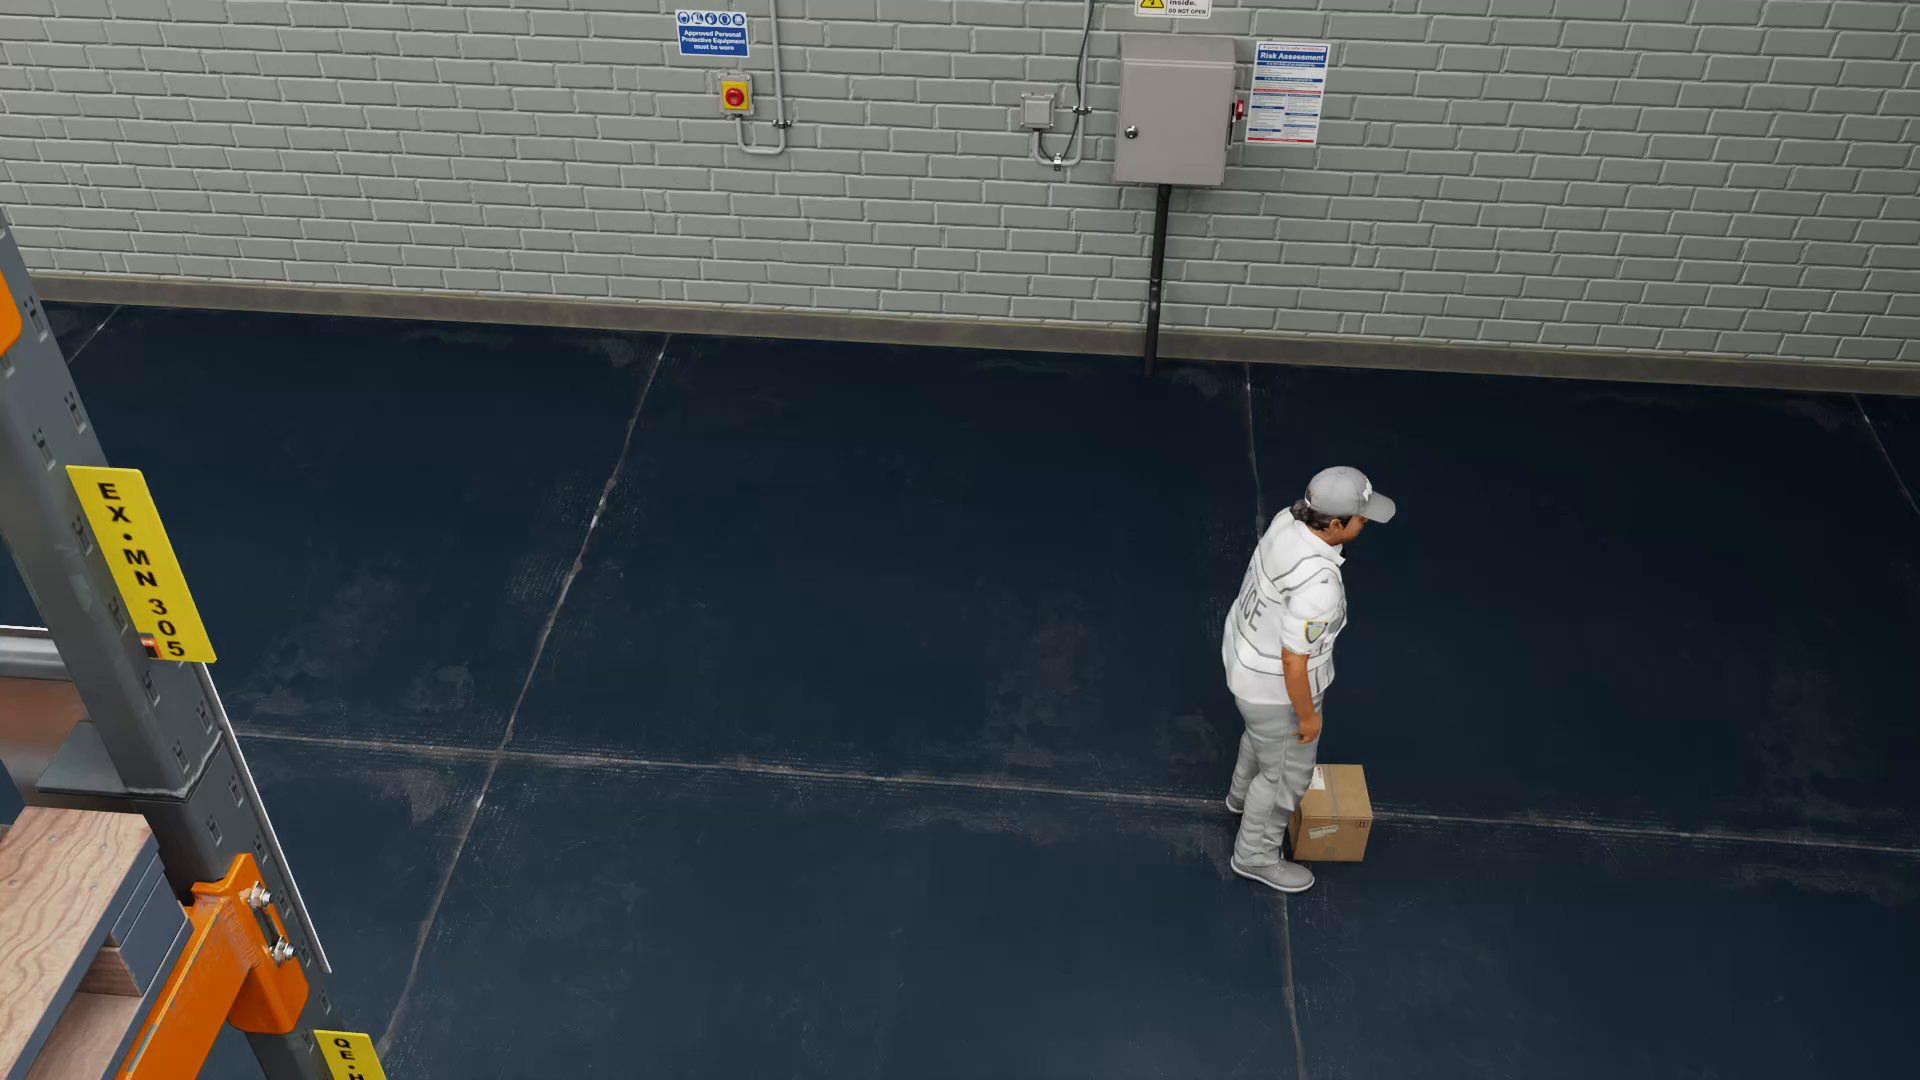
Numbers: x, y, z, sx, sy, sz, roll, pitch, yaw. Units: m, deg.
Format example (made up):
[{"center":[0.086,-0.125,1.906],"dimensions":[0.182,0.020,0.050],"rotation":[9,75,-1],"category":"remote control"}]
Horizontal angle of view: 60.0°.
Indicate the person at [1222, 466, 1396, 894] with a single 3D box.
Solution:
[{"center":[1.125,0.448,5.622],"dimensions":[0.463,1.667,0.563],"rotation":[1,40,2],"category":"person"}]
